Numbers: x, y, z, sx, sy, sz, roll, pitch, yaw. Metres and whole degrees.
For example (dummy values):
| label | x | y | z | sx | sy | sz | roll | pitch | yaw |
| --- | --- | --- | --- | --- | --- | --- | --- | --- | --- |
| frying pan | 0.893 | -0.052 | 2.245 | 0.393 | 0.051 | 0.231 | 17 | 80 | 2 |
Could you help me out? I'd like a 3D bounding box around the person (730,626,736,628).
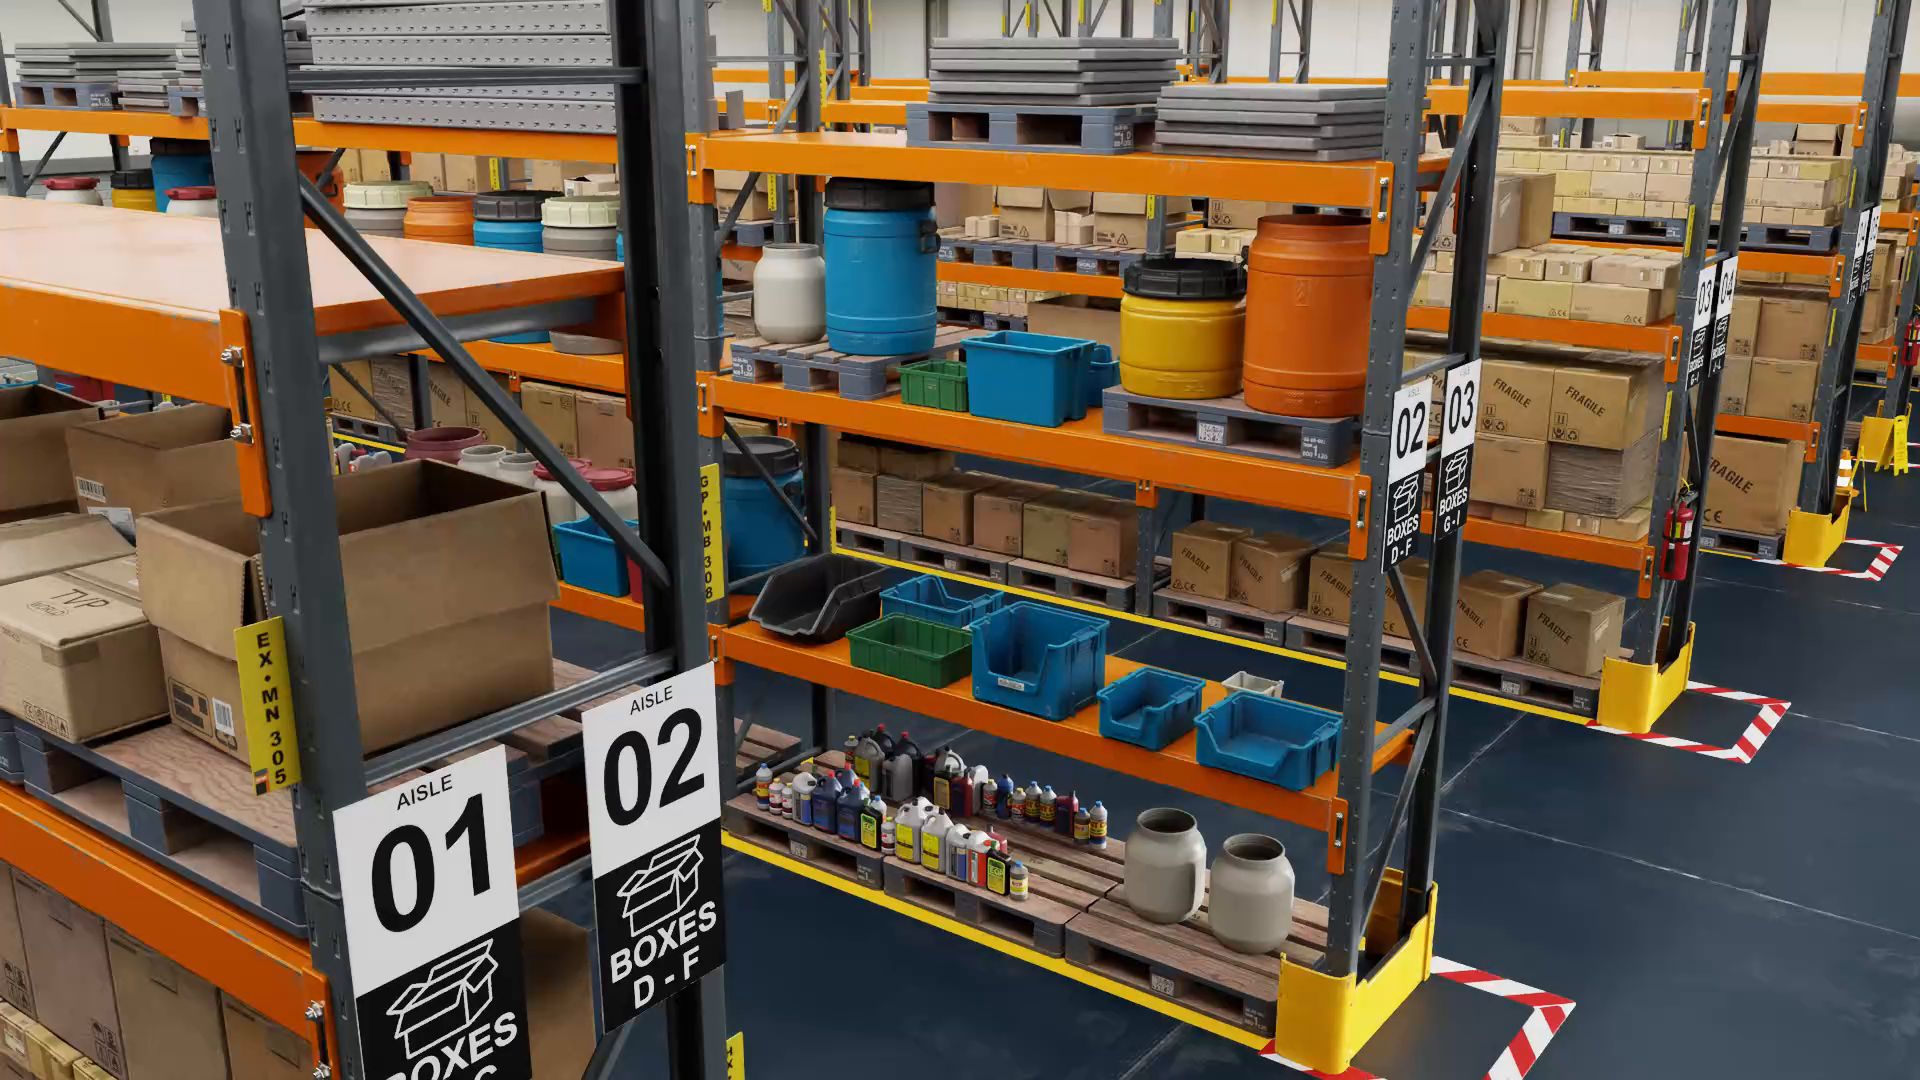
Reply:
| label | x | y | z | sx | sy | sz | roll | pitch | yaw |
| --- | --- | --- | --- | --- | --- | --- | --- | --- | --- |
| person | -2.055 | 0.028 | 13.030 | 0.635 | 1.691 | 0.725 | 10 | 19 | 30 |
